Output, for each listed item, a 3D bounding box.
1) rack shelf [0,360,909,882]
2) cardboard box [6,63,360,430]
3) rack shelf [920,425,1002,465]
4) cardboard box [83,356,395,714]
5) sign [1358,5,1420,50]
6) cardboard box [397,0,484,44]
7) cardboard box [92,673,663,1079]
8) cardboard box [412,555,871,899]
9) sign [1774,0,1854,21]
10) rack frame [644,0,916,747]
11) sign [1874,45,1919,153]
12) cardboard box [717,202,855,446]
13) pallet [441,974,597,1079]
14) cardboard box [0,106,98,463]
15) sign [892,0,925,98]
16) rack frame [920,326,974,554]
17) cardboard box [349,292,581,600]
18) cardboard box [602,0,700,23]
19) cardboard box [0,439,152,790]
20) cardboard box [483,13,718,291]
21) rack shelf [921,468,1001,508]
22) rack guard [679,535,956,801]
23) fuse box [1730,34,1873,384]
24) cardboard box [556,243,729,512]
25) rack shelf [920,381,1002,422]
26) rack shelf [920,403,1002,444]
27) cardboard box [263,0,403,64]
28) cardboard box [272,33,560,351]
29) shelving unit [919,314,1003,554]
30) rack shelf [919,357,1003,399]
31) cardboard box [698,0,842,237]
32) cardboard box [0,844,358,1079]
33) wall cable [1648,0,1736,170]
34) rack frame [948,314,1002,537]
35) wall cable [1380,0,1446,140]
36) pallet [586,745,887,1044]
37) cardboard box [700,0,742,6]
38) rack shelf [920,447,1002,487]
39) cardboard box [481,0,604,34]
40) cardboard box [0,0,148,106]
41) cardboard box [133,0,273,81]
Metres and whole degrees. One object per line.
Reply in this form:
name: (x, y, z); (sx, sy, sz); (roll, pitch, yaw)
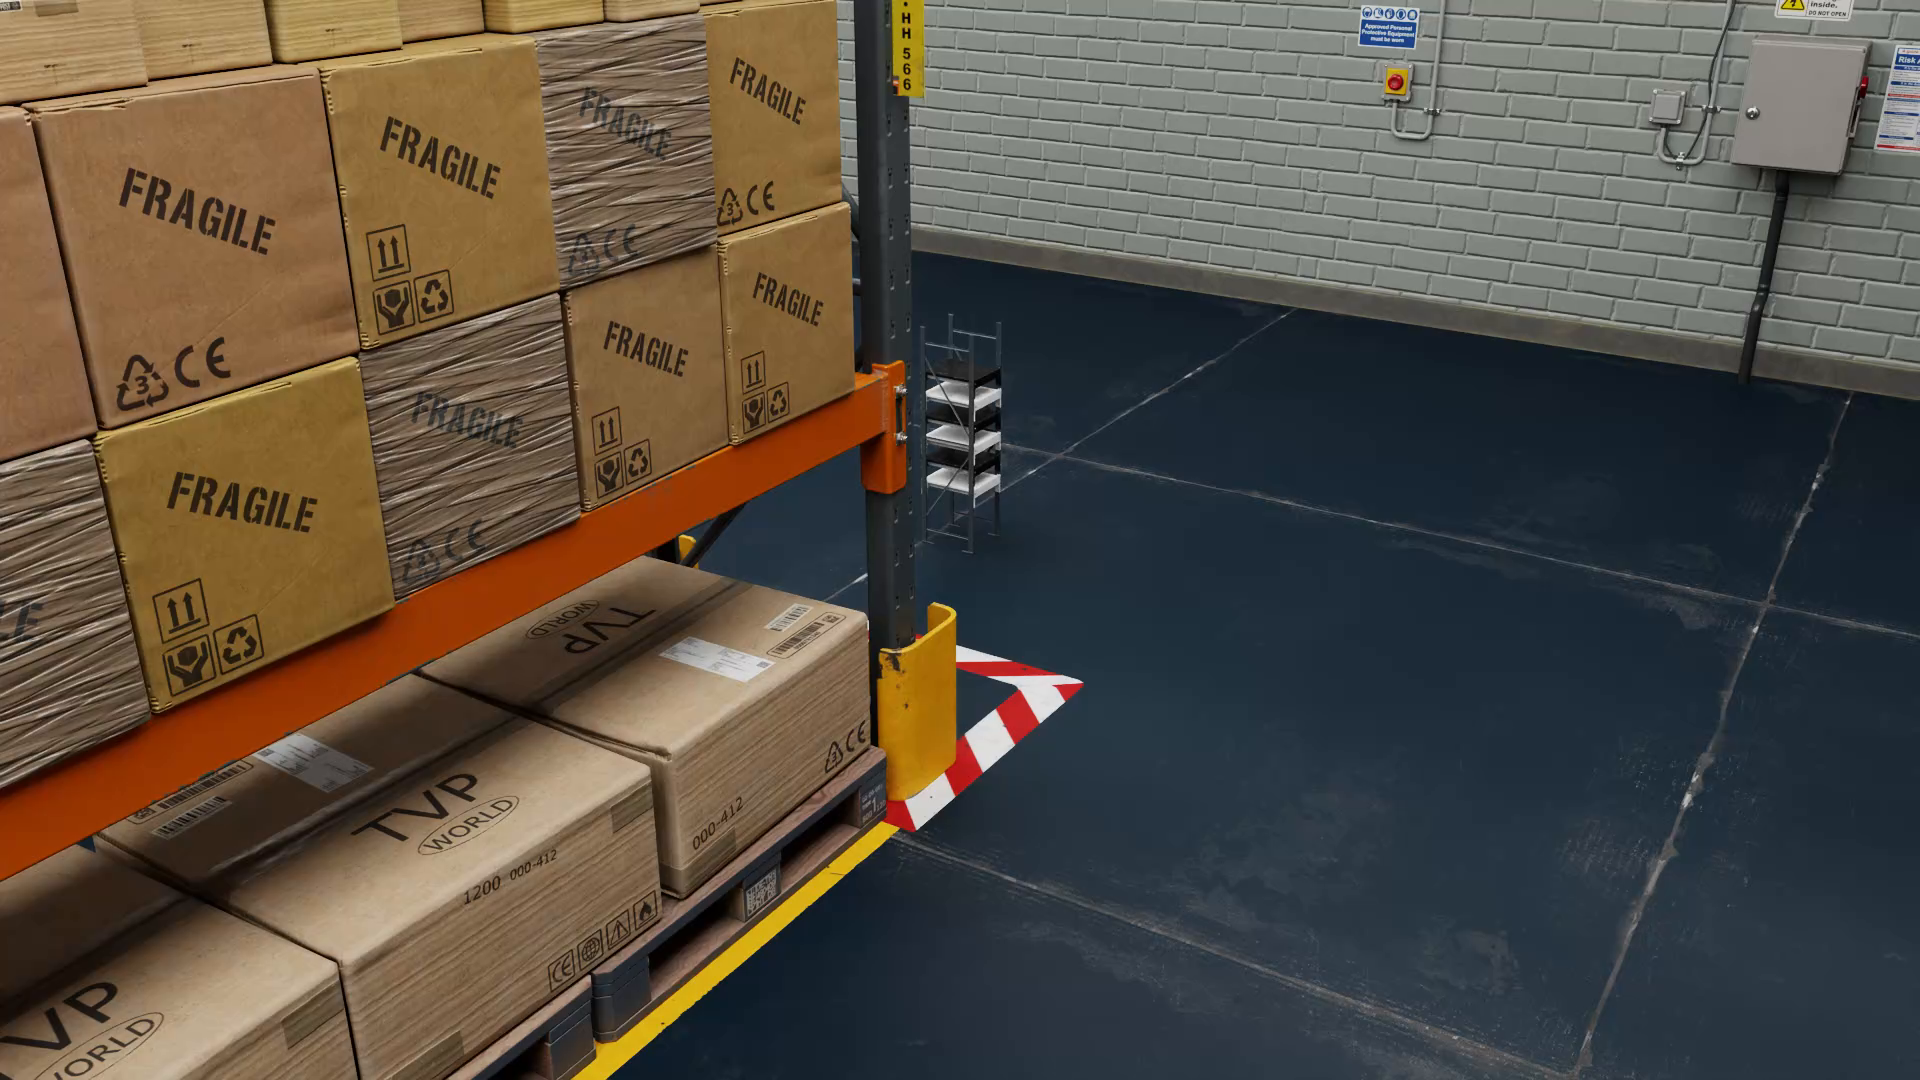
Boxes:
rack shelf: (-1.642, 0.244, 3.316); (1.077, 0.370, 4.000); (14, 27, 29)
cardboard box: (-1.420, -0.535, 2.826); (0.500, 0.500, 0.500); (14, 27, 29)
rack shelf: (0.004, -0.385, 6.591); (0.258, 0.077, 0.200); (14, 27, 29)
cardboard box: (-1.418, -0.070, 3.009); (0.500, 0.500, 0.500); (15, 27, 30)
sign: (2.359, -2.824, 9.157); (0.327, 0.218, 0.001); (14, 27, 29)
cardboard box: (-1.150, -1.055, 3.210); (0.380, 0.149, 0.250); (14, 27, 28)
cardboard box: (-1.326, 0.777, 3.877); (0.875, 0.438, 0.875); (15, 27, 30)
cardboard box: (-0.850, 0.466, 4.595); (0.875, 0.438, 0.875); (13, 27, 27)
sign: (4.138, -2.640, 8.033); (0.339, 0.242, 0.001); (14, 27, 29)
rack frame: (-0.587, -0.761, 4.732); (1.000, 3.000, 0.127); (14, 27, 29)
sign: (4.604, -2.102, 7.950); (0.329, 0.494, 0.001); (14, 27, 29)
cardboard box: (-0.616, -0.589, 4.208); (0.500, 0.500, 0.500); (14, 27, 29)
pallet: (-1.586, 1.215, 3.677); (1.003, 0.211, 1.213); (14, 27, 29)
cardboard box: (-1.688, -0.365, 2.434); (0.500, 0.500, 0.500); (14, 27, 30)
sign: (-0.133, -1.283, 4.181); (0.100, 0.325, 0.005); (14, 27, 29)
rack frame: (-0.049, -0.381, 6.498); (0.240, 0.900, 0.006); (14, 27, 29)
cardboard box: (-1.157, -0.247, 3.418); (0.500, 0.500, 0.500); (15, 27, 30)
cardboard box: (-0.784, -1.205, 3.556); (0.380, 0.149, 0.250); (14, 27, 28)
cardboard box: (-1.690, 0.104, 2.608); (0.500, 0.500, 0.500); (14, 27, 29)
cardboard box: (-0.890, -0.870, 3.601); (0.500, 0.500, 0.500); (14, 27, 29)
rack shelf: (0.004, -0.220, 6.662); (0.258, 0.077, 0.200); (14, 27, 29)
rack guard: (-0.574, 0.378, 5.247); (1.175, 0.500, 0.348); (14, 27, 29)
fuse box: (4.075, -1.588, 8.265); (0.539, 1.711, 0.414); (14, 27, 29)
cardboard box: (-0.894, -0.422, 3.824); (0.500, 0.500, 0.500); (13, 27, 28)
rack shelf: (0.004, -0.550, 6.519); (0.258, 0.077, 0.200); (14, 27, 29)
rack shelf: (0.004, -0.468, 6.555); (0.258, 0.077, 0.200); (14, 27, 29)
cardboard box: (-1.232, -0.958, 2.986); (0.380, 0.149, 0.250); (15, 27, 30)
cardboard box: (-1.153, -0.704, 3.217); (0.500, 0.500, 0.500); (14, 27, 29)
shelving unit: (0.004, -0.416, 6.578); (0.258, 0.900, 0.210); (14, 27, 29)
rack shelf: (0.004, -0.633, 6.484); (0.258, 0.077, 0.200); (14, 27, 29)
cardboard box: (-0.639, -1.053, 4.022); (0.500, 0.500, 0.500); (15, 28, 31)
cardboard box: (-1.803, 1.081, 3.175); (0.875, 0.438, 0.875); (13, 27, 27)
wall cable: (3.579, -2.842, 8.260); (0.588, 1.984, 0.122); (14, 27, 29)
rack frame: (0.058, -0.450, 6.657); (0.240, 0.900, 0.006); (14, 27, 29)
wall cable: (2.368, -3.150, 8.931); (0.585, 1.953, 0.123); (14, 27, 29)
pallet: (-0.942, 0.805, 4.625); (1.003, 0.211, 1.213); (14, 27, 29)
cardboard box: (-0.719, -1.310, 3.798); (0.380, 0.149, 0.250); (14, 27, 30)
rack shelf: (0.004, -0.303, 6.627); (0.258, 0.077, 0.200); (14, 27, 29)
cardboard box: (-0.952, -1.128, 3.380); (0.380, 0.149, 0.250); (15, 27, 30)
cardboard box: (-1.490, -0.776, 2.565); (0.380, 0.149, 0.250); (14, 27, 29)
cardboard box: (-1.387, -0.873, 2.791); (0.380, 0.149, 0.250); (15, 27, 31)
